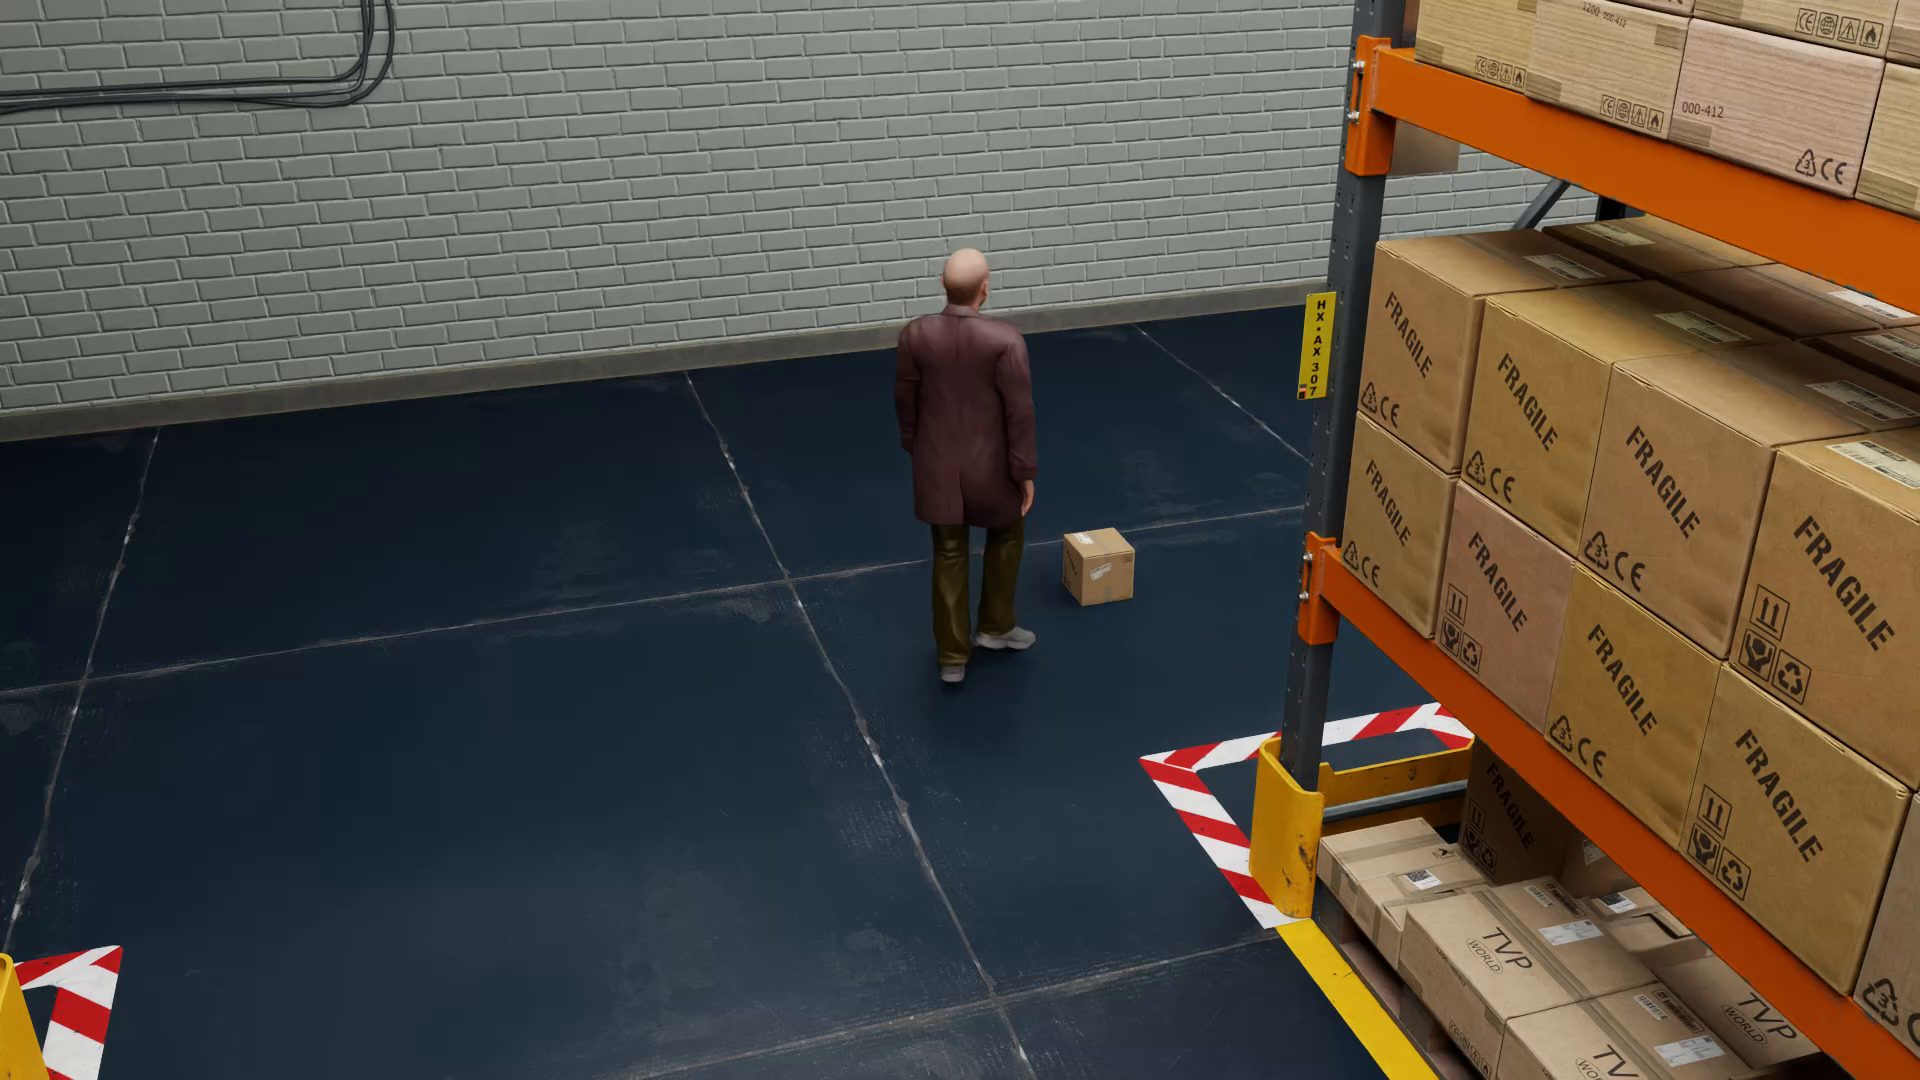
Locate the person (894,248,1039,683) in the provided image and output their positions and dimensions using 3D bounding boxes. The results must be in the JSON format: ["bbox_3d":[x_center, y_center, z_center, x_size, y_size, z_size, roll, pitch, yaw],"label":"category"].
[{"bbox_3d":[0.032,-0.282,6.714,0.616,1.830,0.575,5,26,11],"label":"person"}]
